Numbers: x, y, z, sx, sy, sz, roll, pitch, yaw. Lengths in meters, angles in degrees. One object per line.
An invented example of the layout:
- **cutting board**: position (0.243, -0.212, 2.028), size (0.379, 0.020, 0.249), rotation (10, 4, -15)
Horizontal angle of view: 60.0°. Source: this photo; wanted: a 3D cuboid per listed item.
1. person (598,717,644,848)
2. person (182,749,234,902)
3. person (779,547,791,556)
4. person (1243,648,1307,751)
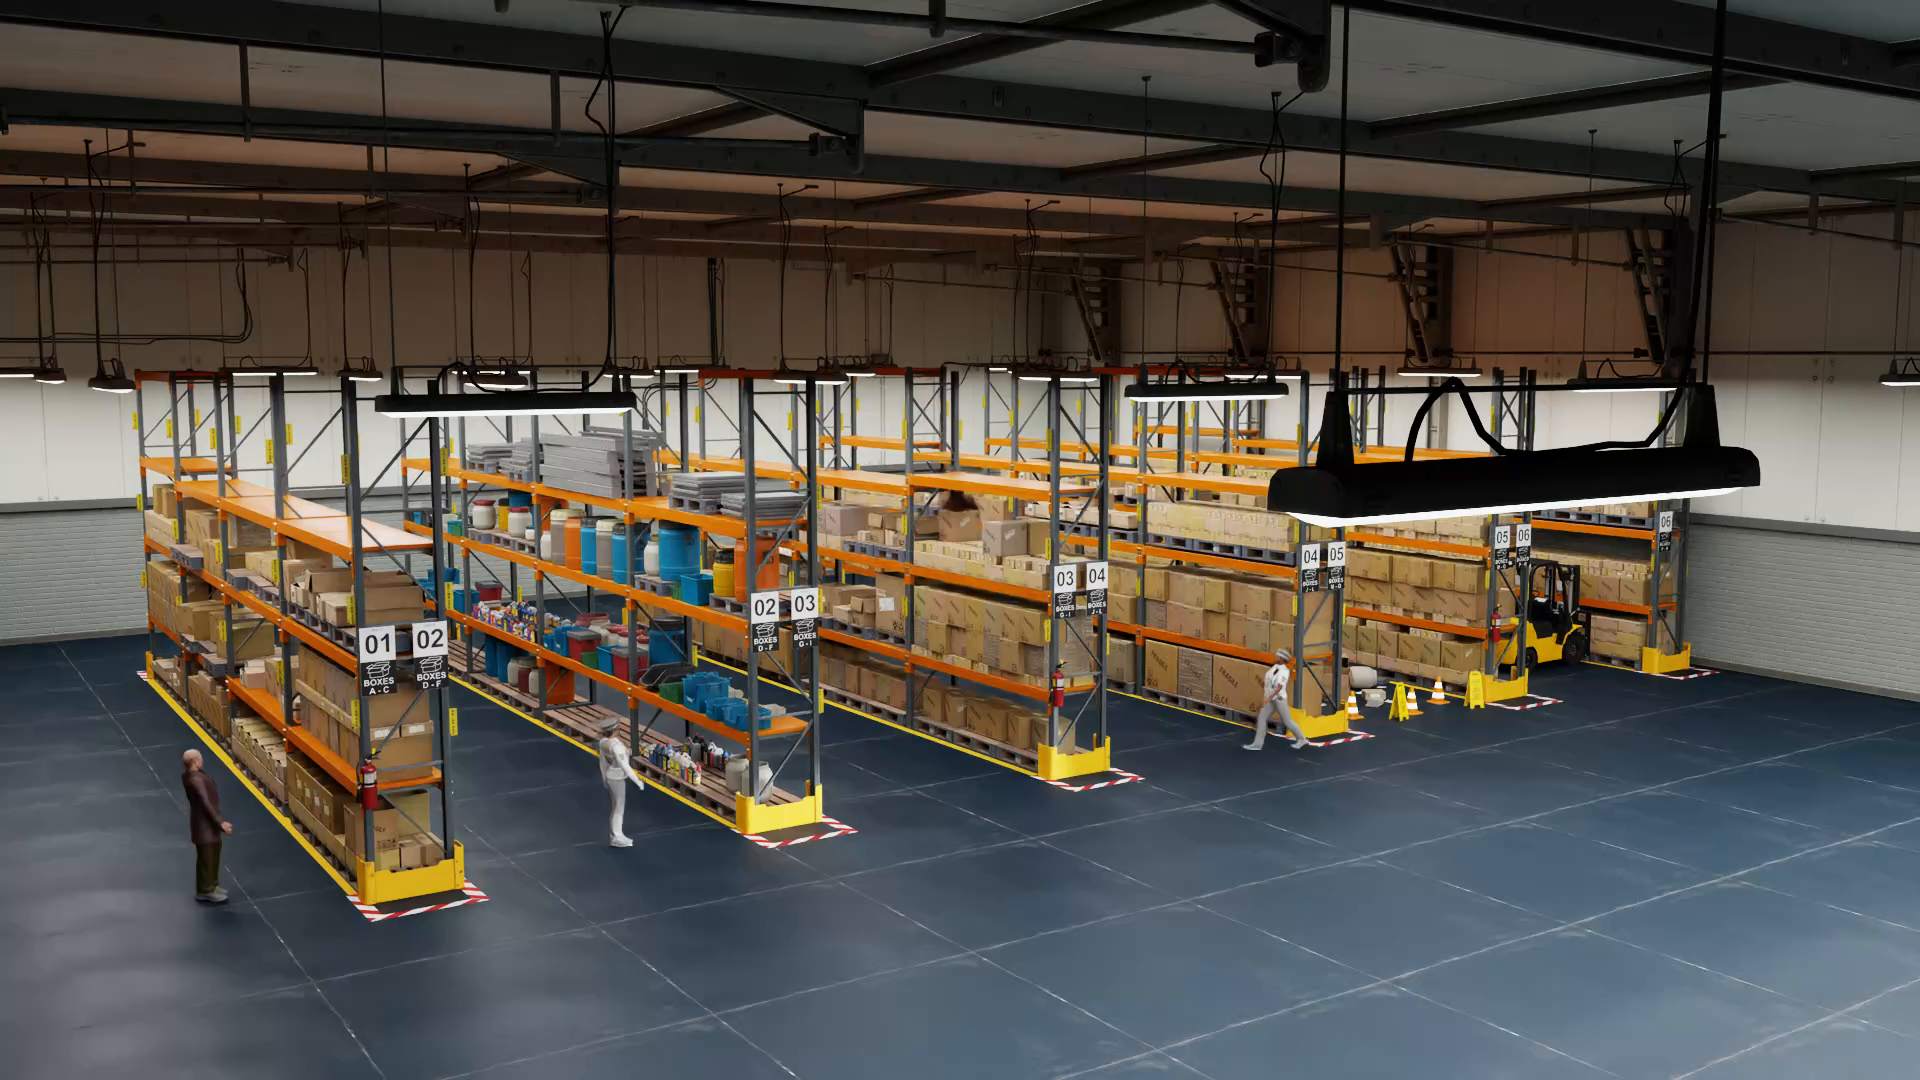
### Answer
- **person**: position (-4.354, 3.110, 21.366), size (0.553, 1.714, 0.543), rotation (-2, 7, -15)
- **person**: position (-8.700, 3.303, 19.284), size (0.594, 1.827, 0.669), rotation (-1, 7, -12)
- **person**: position (-4.368, 0.658, 42.742), size (0.519, 1.797, 0.608), rotation (6, 9, 43)
- **person**: position (5.006, 2.531, 26.445), size (0.997, 1.634, 0.506), rotation (-2, 7, -17)
